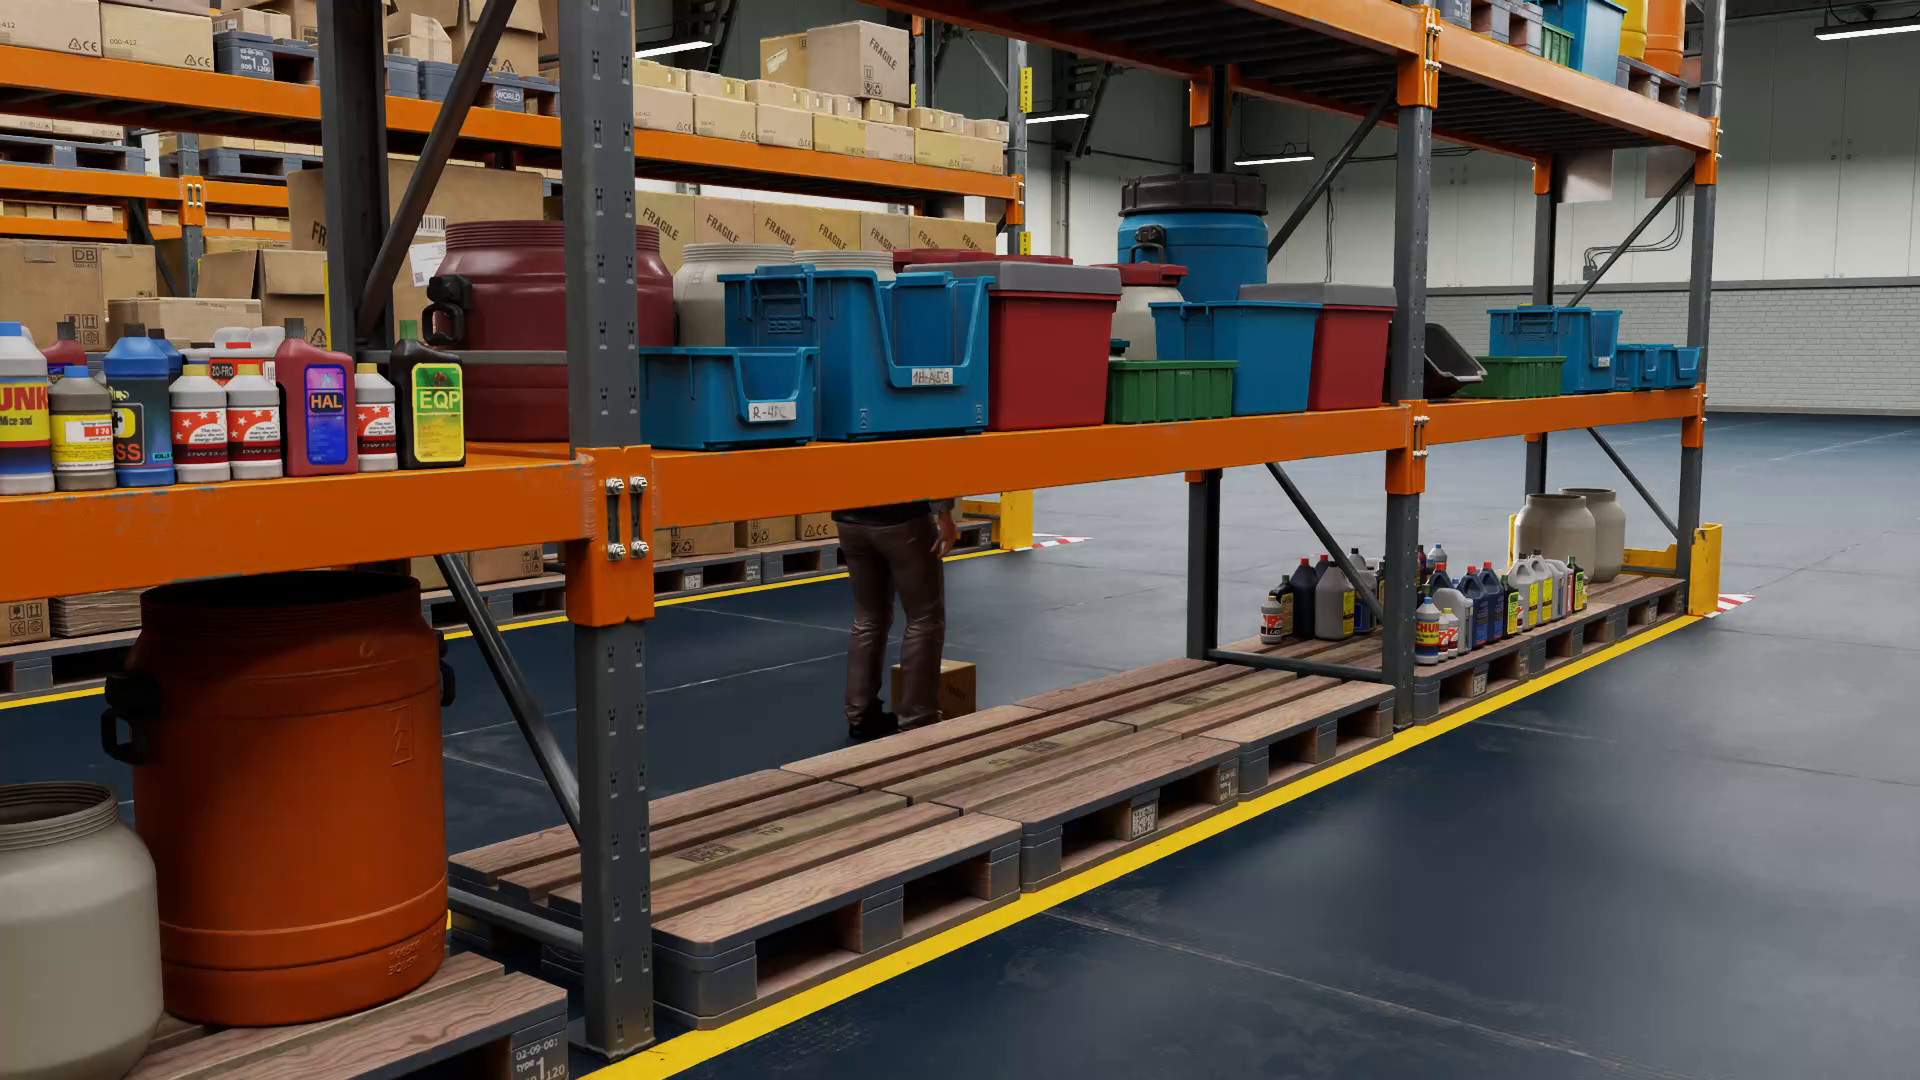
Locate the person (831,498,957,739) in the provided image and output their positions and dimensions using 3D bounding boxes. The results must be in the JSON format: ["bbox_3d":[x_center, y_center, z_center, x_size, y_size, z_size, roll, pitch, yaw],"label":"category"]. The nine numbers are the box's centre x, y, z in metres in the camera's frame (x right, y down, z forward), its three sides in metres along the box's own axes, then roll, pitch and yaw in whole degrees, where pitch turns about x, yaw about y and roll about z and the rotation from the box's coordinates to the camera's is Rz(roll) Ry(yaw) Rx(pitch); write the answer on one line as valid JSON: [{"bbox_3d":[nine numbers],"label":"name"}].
[{"bbox_3d":[-0.274,-0.072,6.457,0.580,1.720,0.421,5,8,38],"label":"person"}]
